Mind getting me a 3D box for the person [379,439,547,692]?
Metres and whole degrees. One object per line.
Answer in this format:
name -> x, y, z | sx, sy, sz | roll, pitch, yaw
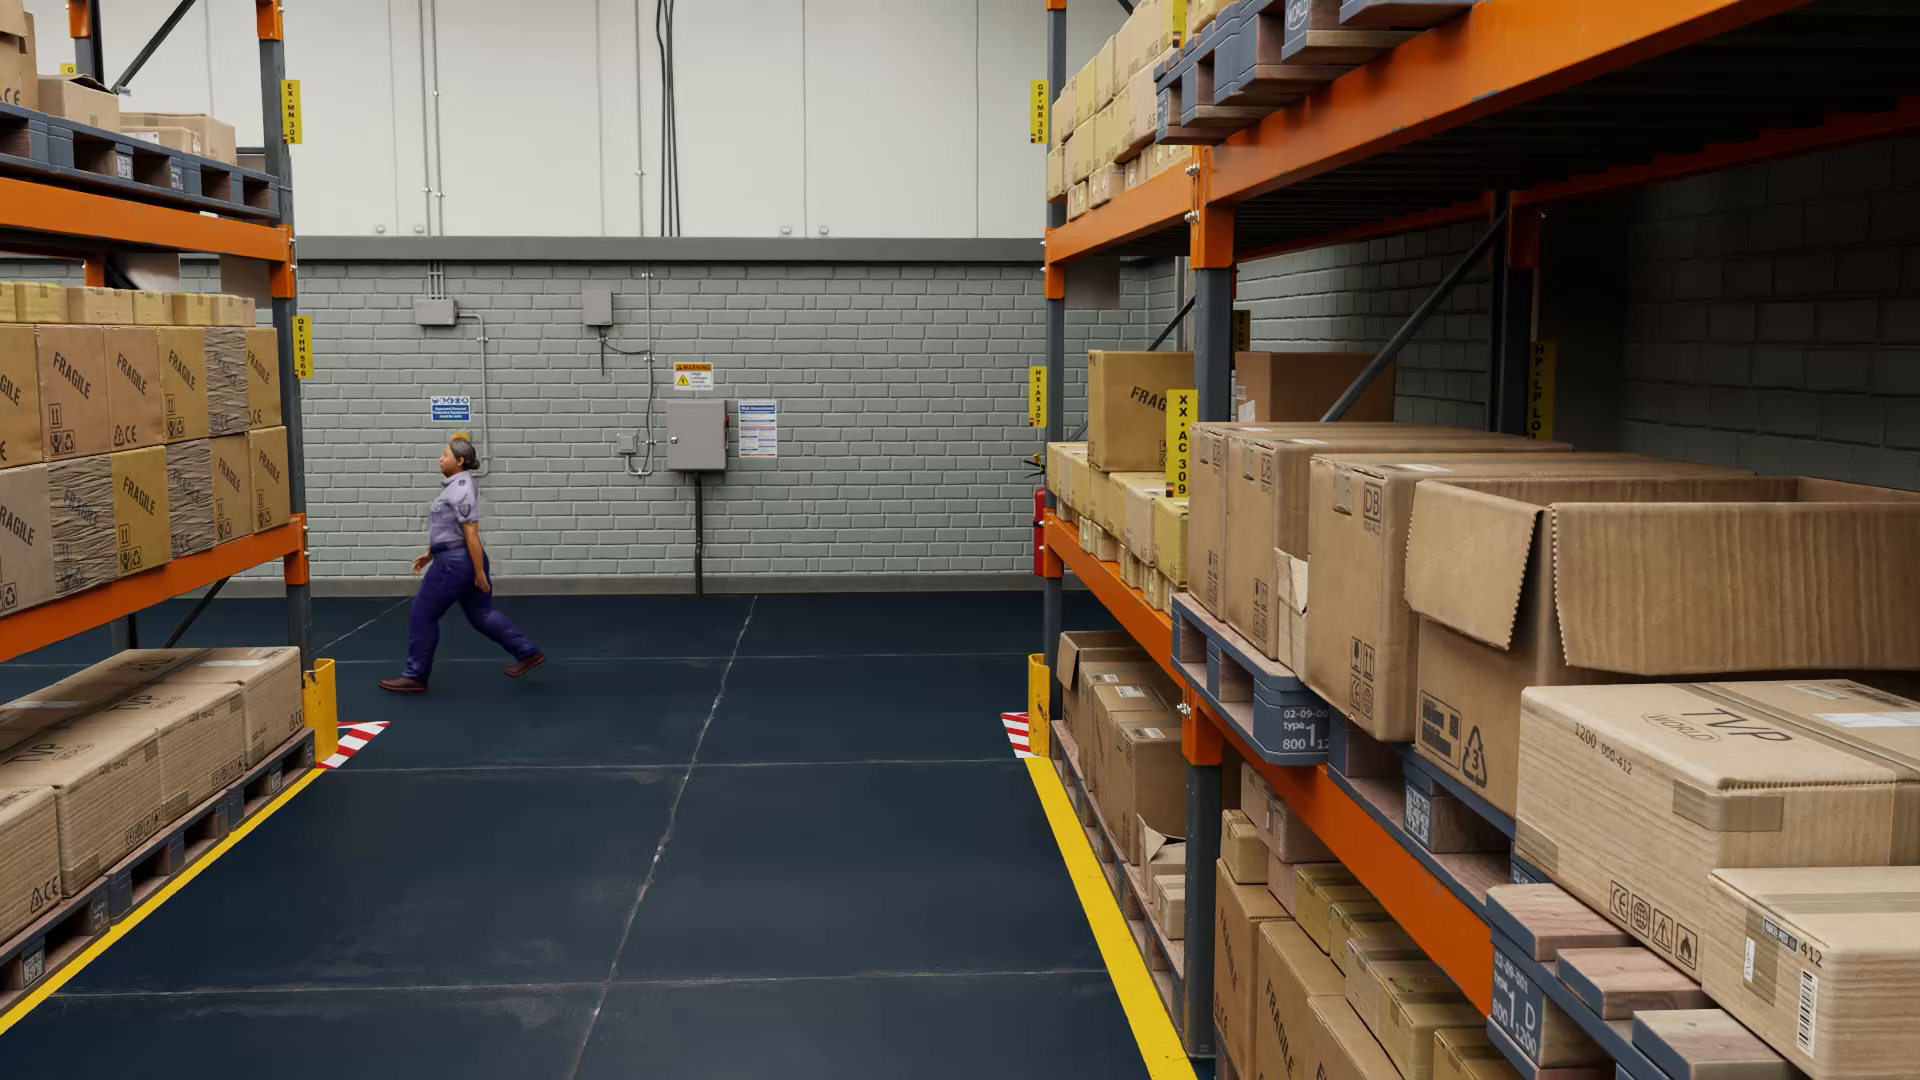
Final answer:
person -> -3.184, 0.159, 10.586 | 1.013, 1.578, 0.464 | -1, 7, -6
